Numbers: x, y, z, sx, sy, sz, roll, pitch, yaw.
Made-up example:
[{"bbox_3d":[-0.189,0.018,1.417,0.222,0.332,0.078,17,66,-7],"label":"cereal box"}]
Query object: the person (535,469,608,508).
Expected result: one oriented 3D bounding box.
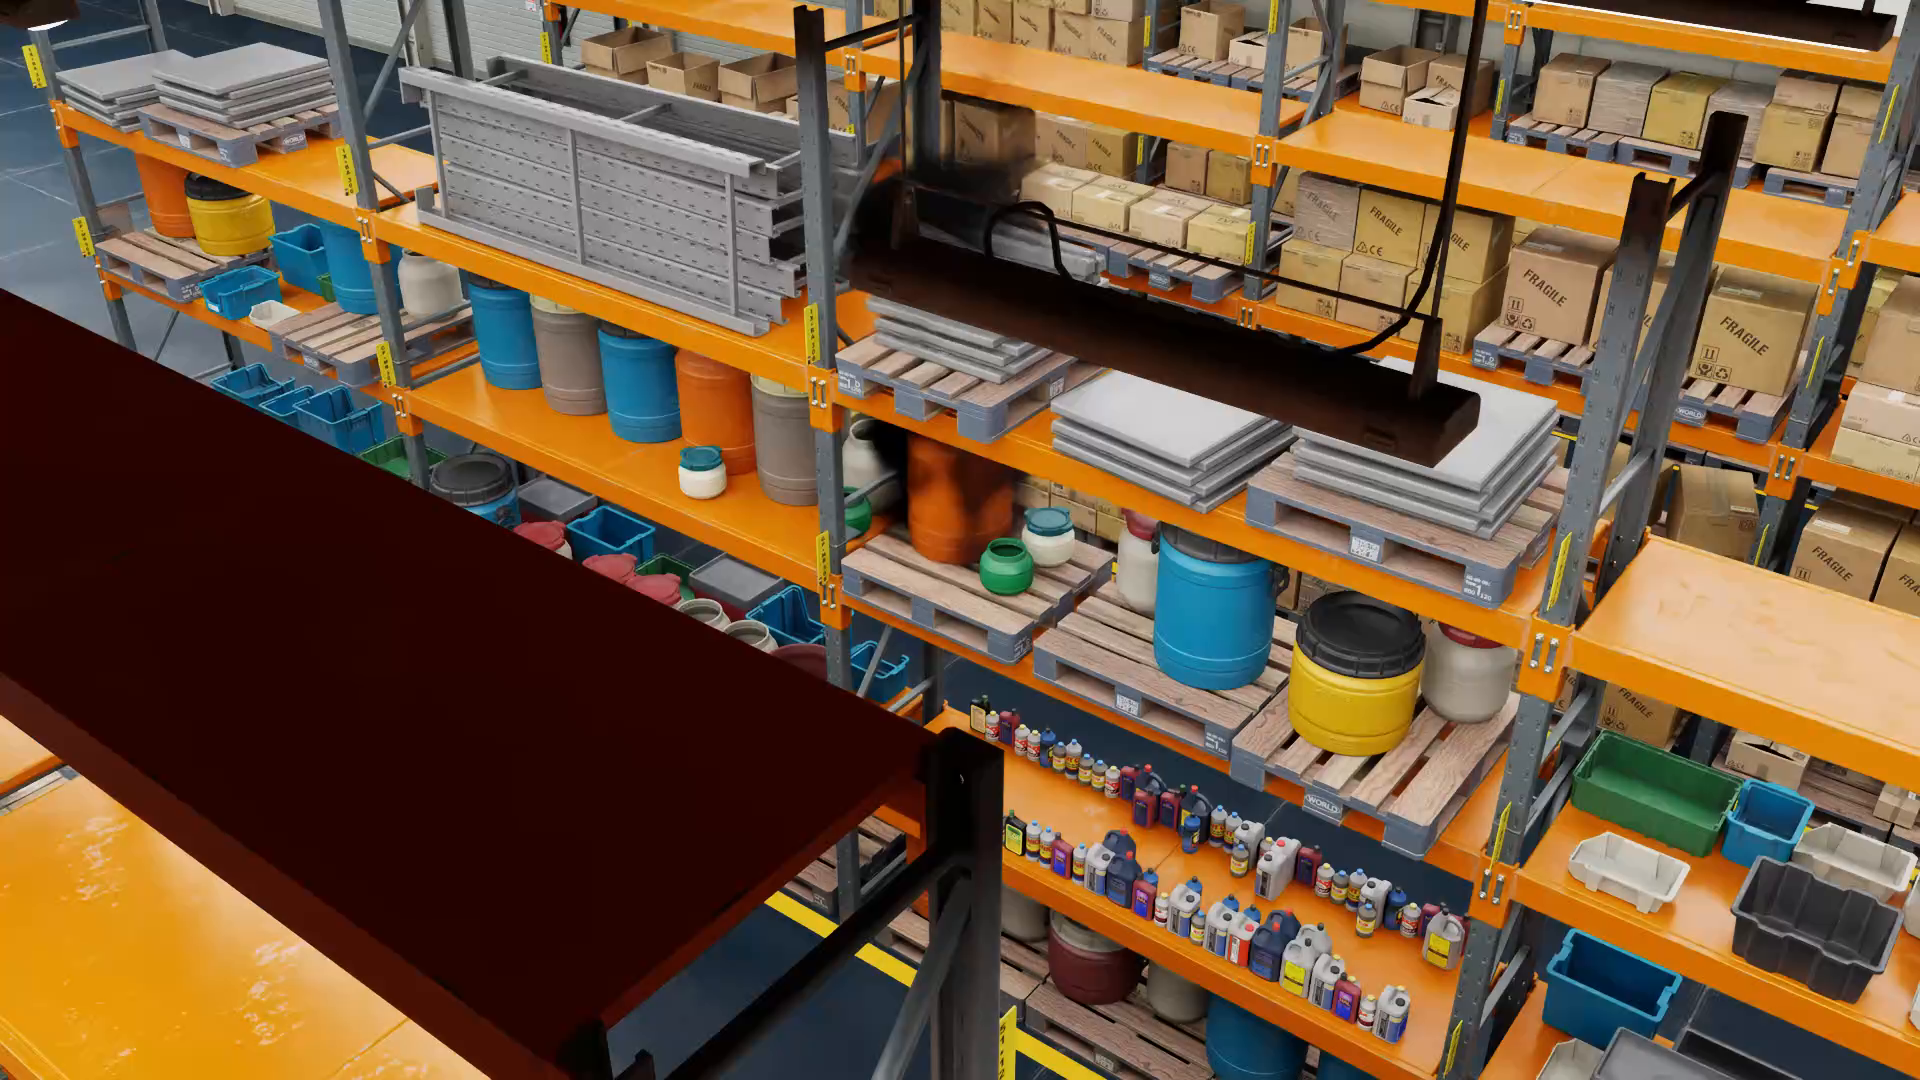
[{"bbox_3d":[-3.723,-0.971,15.180,0.914,1.740,0.656,11,33,17],"label":"person"}]
